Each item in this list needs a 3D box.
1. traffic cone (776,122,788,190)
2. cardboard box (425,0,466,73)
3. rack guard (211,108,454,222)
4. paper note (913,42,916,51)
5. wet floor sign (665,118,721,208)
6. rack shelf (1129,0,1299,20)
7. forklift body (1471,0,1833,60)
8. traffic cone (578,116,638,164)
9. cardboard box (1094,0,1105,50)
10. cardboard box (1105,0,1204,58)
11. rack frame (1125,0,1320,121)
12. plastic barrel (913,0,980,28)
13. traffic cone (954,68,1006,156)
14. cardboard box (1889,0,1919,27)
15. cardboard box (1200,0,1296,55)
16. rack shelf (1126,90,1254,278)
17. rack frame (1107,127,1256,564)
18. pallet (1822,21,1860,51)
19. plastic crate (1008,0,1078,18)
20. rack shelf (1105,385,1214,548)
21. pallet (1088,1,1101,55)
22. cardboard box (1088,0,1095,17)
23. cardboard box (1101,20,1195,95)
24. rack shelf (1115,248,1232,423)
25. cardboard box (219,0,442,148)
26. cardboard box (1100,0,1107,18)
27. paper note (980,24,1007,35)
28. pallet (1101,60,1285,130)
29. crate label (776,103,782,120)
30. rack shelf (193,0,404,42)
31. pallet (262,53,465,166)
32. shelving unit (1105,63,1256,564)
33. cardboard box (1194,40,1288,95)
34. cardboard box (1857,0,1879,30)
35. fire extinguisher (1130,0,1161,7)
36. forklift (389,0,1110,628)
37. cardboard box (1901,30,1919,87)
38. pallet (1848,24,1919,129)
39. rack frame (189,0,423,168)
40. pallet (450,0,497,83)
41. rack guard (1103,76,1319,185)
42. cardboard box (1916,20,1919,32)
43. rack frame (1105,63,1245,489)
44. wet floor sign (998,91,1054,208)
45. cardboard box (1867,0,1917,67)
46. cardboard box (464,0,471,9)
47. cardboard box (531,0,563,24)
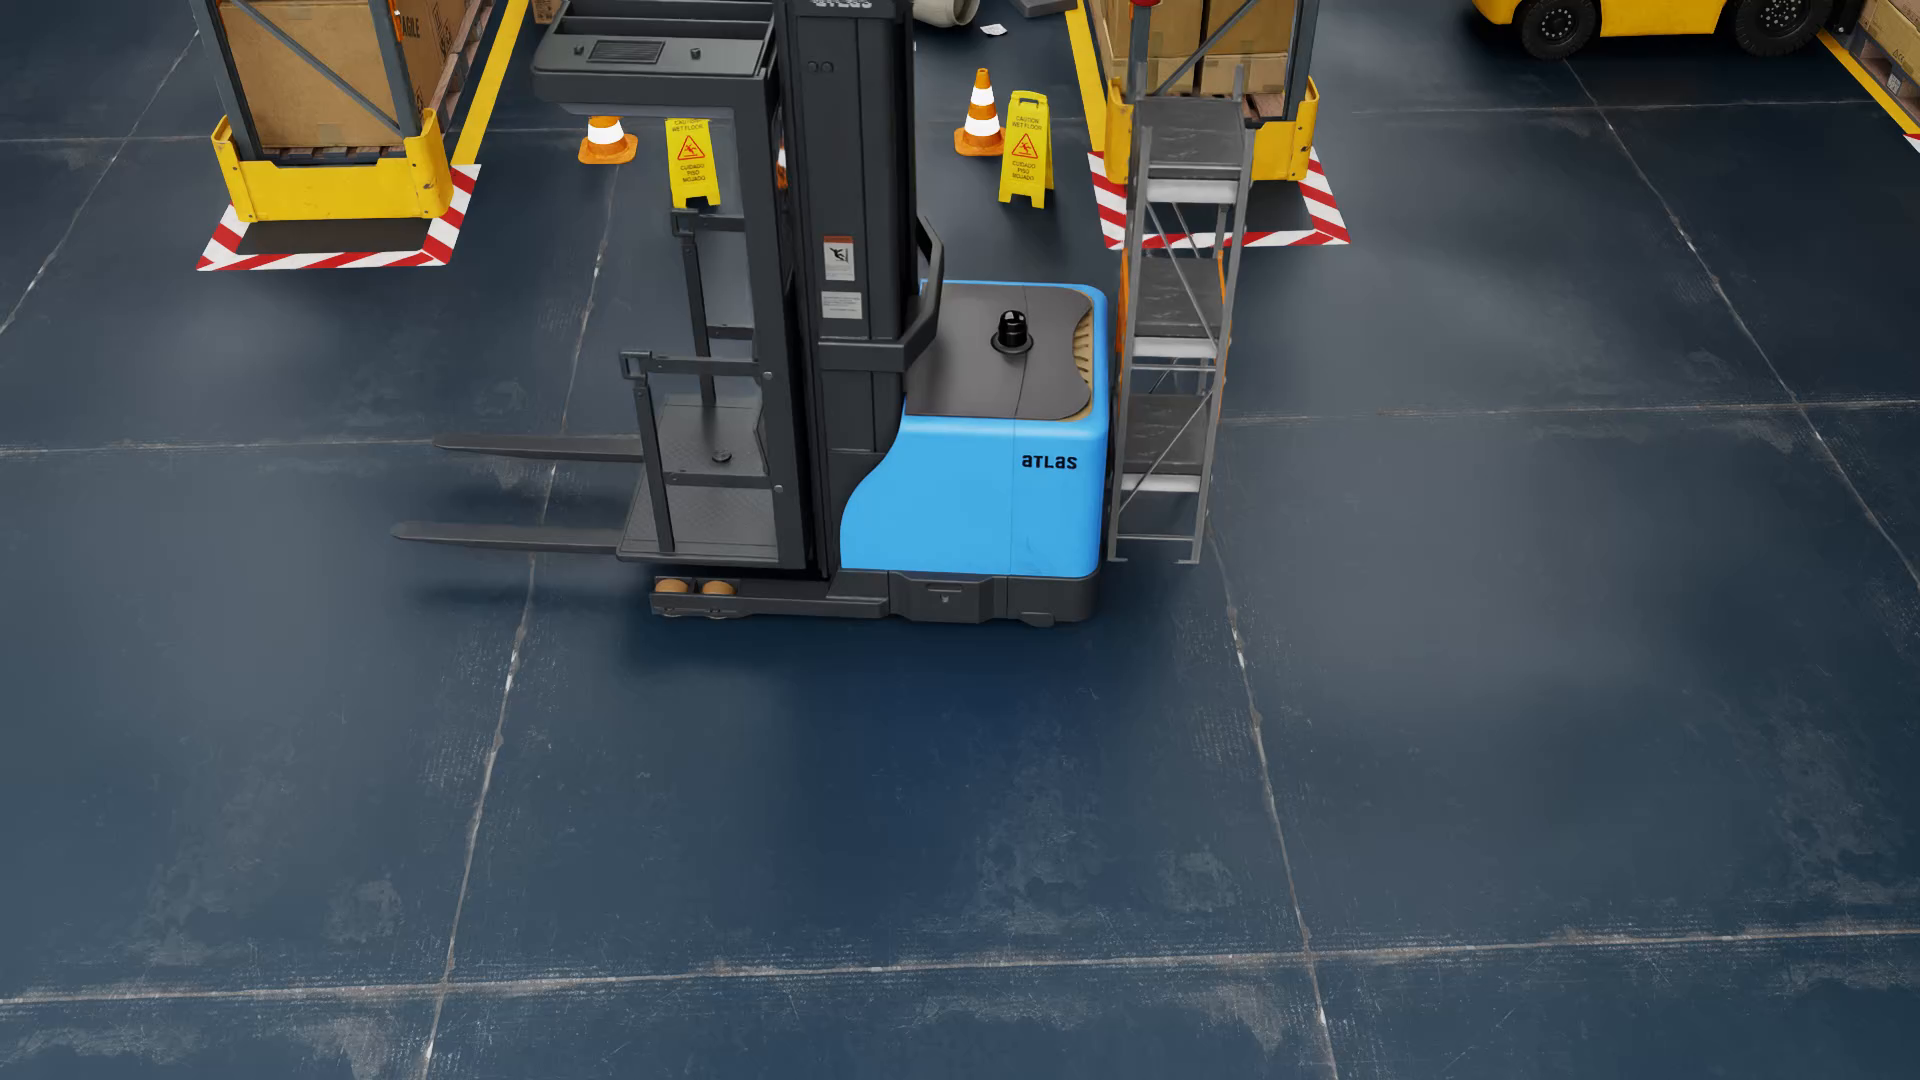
[{"bbox_3d":[-0.959,-2.306,9.573,0.336,0.463,0.334,-2,43,-2],"label":"traffic cone"},{"bbox_3d":[-3.633,-3.461,10.217,0.875,0.875,0.875,-2,43,-2],"label":"cardboard box"},{"bbox_3d":[-3.497,-2.102,9.323,1.175,0.500,0.348,-2,43,-2],"label":"rack guard"},{"bbox_3d":[-0.308,-3.247,10.935,0.032,0.001,0.123,-2,43,-2],"label":"paper note"},{"bbox_3d":[-1.519,-2.209,9.332,0.267,0.644,0.232,-8,43,-9],"label":"wet floor sign"},{"bbox_3d":[1.358,-4.335,10.441,1.077,0.370,4.000,-2,43,-2],"label":"rack shelf"},{"bbox_3d":[4.499,-4.310,10.509,2.313,2.155,1.214,-2,43,-2],"label":"forklift body"},{"bbox_3d":[-2.102,-2.503,9.788,0.336,0.463,0.334,-2,43,-2],"label":"traffic cone"},{"bbox_3d":[1.126,-3.279,10.481,0.500,0.250,0.500,-1,43,-2],"label":"cardboard box"},{"bbox_3d":[1.148,-3.201,9.841,0.500,0.500,0.500,-1,43,-2],"label":"cardboard box"},{"bbox_3d":[1.443,-3.250,8.725,1.000,3.000,0.127,-2,43,-2],"label":"rack frame"},{"bbox_3d":[-0.158,-3.651,11.069,0.512,0.421,0.421,27,49,27],"label":"plastic barrel"},{"bbox_3d":[0.136,-2.568,9.859,0.336,0.463,0.334,-2,43,-2],"label":"traffic cone"},{"bbox_3d":[6.058,-3.379,10.220,0.500,0.250,0.500,-2,43,-2],"label":"cardboard box"},{"bbox_3d":[1.683,-3.236,9.879,0.500,0.500,0.500,-3,43,-3],"label":"cardboard box"},{"bbox_3d":[0.857,-1.350,6.302,0.431,0.518,0.480,2,43,2],"label":"rack shelf"},{"bbox_3d":[0.846,-0.679,6.586,0.400,2.100,0.015,2,43,2],"label":"rack frame"},{"bbox_3d":[6.279,-3.703,11.284,1.003,0.211,1.213,-2,43,-2],"label":"pallet"},{"bbox_3d":[0.520,-3.790,11.476,0.402,0.080,0.583,-16,45,-16],"label":"plastic crate"},{"bbox_3d":[0.857,-0.318,7.248,0.431,0.518,0.480,2,43,2],"label":"rack shelf"},{"bbox_3d":[1.392,-3.644,11.219,1.003,0.211,1.213,-2,43,-2],"label":"pallet"},{"bbox_3d":[1.098,-3.632,10.866,0.500,0.250,0.500,-3,43,-3],"label":"cardboard box"},{"bbox_3d":[1.139,-2.945,10.117,0.500,0.250,0.500,-2,43,-2],"label":"cardboard box"},{"bbox_3d":[0.857,-0.834,6.775,0.431,0.518,0.480,2,43,2],"label":"rack shelf"},{"bbox_3d":[-3.593,-2.867,9.569,0.875,0.875,0.875,-1,43,-2],"label":"cardboard box"},{"bbox_3d":[1.123,-3.553,10.225,0.500,0.500,0.500,0,43,0],"label":"cardboard box"},{"bbox_3d":[0.228,-3.412,11.100,0.142,0.019,0.148,-16,45,-16],"label":"paper note"},{"bbox_3d":[1.440,-2.822,10.323,1.003,0.211,1.213,-2,43,-2],"label":"pallet"},{"bbox_3d":[-1.054,-2.715,10.261,0.250,0.136,0.298,-23,47,-23],"label":"crate label"},{"bbox_3d":[-3.583,-4.124,10.212,1.077,0.370,4.000,-2,43,-2],"label":"rack shelf"},{"bbox_3d":[-3.611,-2.549,10.024,1.003,0.211,1.213,-2,43,-2],"label":"pallet"},{"bbox_3d":[0.857,-0.844,6.766,0.431,2.100,0.503,2,43,2],"label":"shelving unit"},{"bbox_3d":[1.685,-2.943,10.115,0.500,0.250,0.500,-2,43,-2],"label":"cardboard box"},{"bbox_3d":[6.042,-3.518,10.742,0.500,0.250,0.500,-1,43,-1],"label":"cardboard box"},{"bbox_3d":[0.987,-3.131,8.652,0.296,0.674,0.183,-2,43,-2],"label":"fire extinguisher"},{"bbox_3d":[-0.905,-1.100,6.431,3.031,2.935,1.130,2,43,3],"label":"forklift"},{"bbox_3d":[6.066,-2.844,10.007,0.500,0.250,0.500,-1,43,-1],"label":"cardboard box"},{"bbox_3d":[6.328,-2.882,10.387,1.003,0.211,1.213,-2,43,-2],"label":"pallet"},{"bbox_3d":[-3.498,-3.039,8.496,1.000,3.000,0.127,-2,43,-2],"label":"rack frame"},{"bbox_3d":[-3.659,-3.371,10.921,1.003,0.211,1.213,-2,43,-2],"label":"pallet"},{"bbox_3d":[1.440,-2.379,9.626,1.175,0.500,0.348,-2,43,-2],"label":"rack guard"},{"bbox_3d":[6.069,-3.040,9.850,0.500,0.250,0.500,-2,43,-2],"label":"cardboard box"},{"bbox_3d":[0.869,-1.008,6.946,0.400,2.100,0.015,2,43,2],"label":"rack frame"},{"bbox_3d":[0.382,-2.223,9.347,0.267,0.644,0.232,12,44,13],"label":"wet floor sign"},{"bbox_3d":[6.055,-3.180,10.373,0.500,0.250,0.500,-2,43,-2],"label":"cardboard box"},{"bbox_3d":[-3.669,-4.076,10.889,0.875,0.875,0.875,-1,43,-1],"label":"cardboard box"},{"bbox_3d":[-2.577,-3.801,11.174,0.500,0.500,0.500,5,43,6],"label":"cardboard box"}]
